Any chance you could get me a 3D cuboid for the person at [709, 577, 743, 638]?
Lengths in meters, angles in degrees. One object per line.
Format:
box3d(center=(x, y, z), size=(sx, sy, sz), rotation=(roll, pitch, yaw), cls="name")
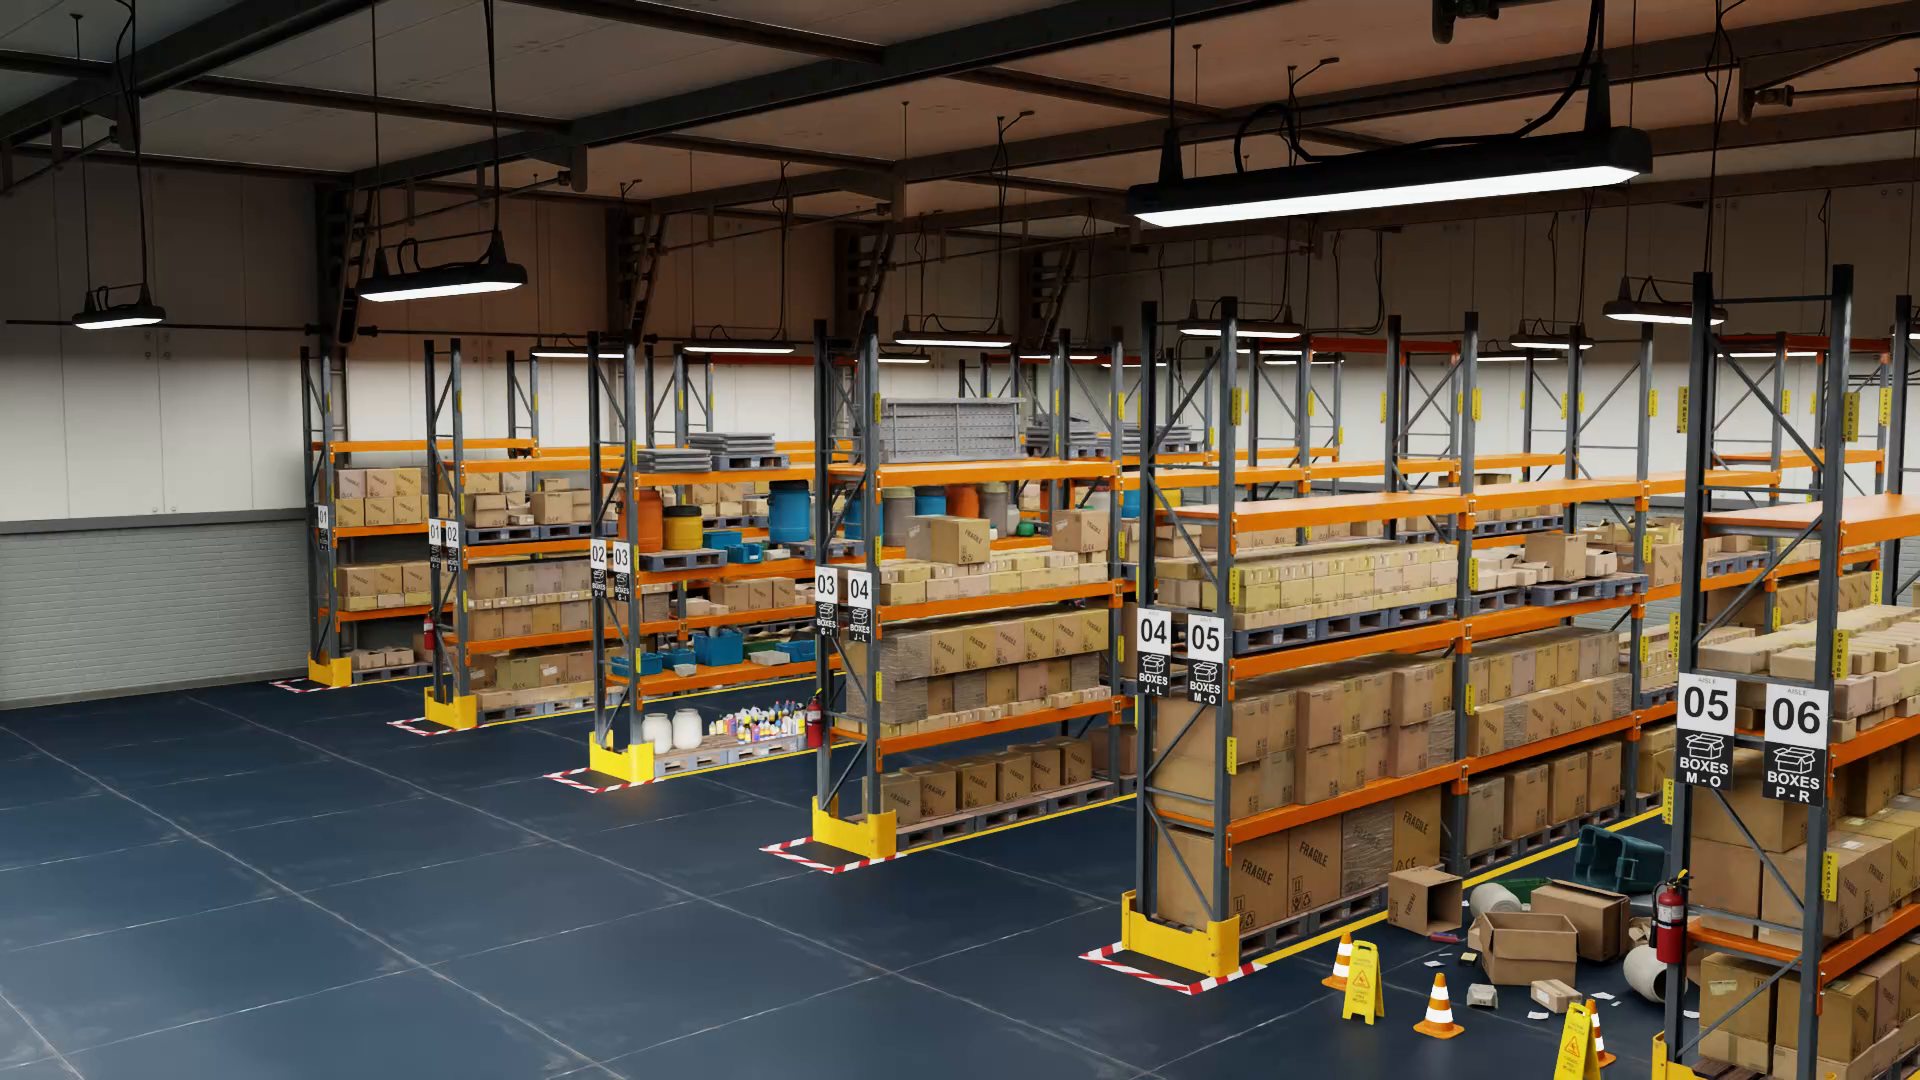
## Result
box3d(center=(-4.740, 1.433, 33.164), size=(0.589, 1.591, 1.064), rotation=(4, 6, 38), cls="person")
